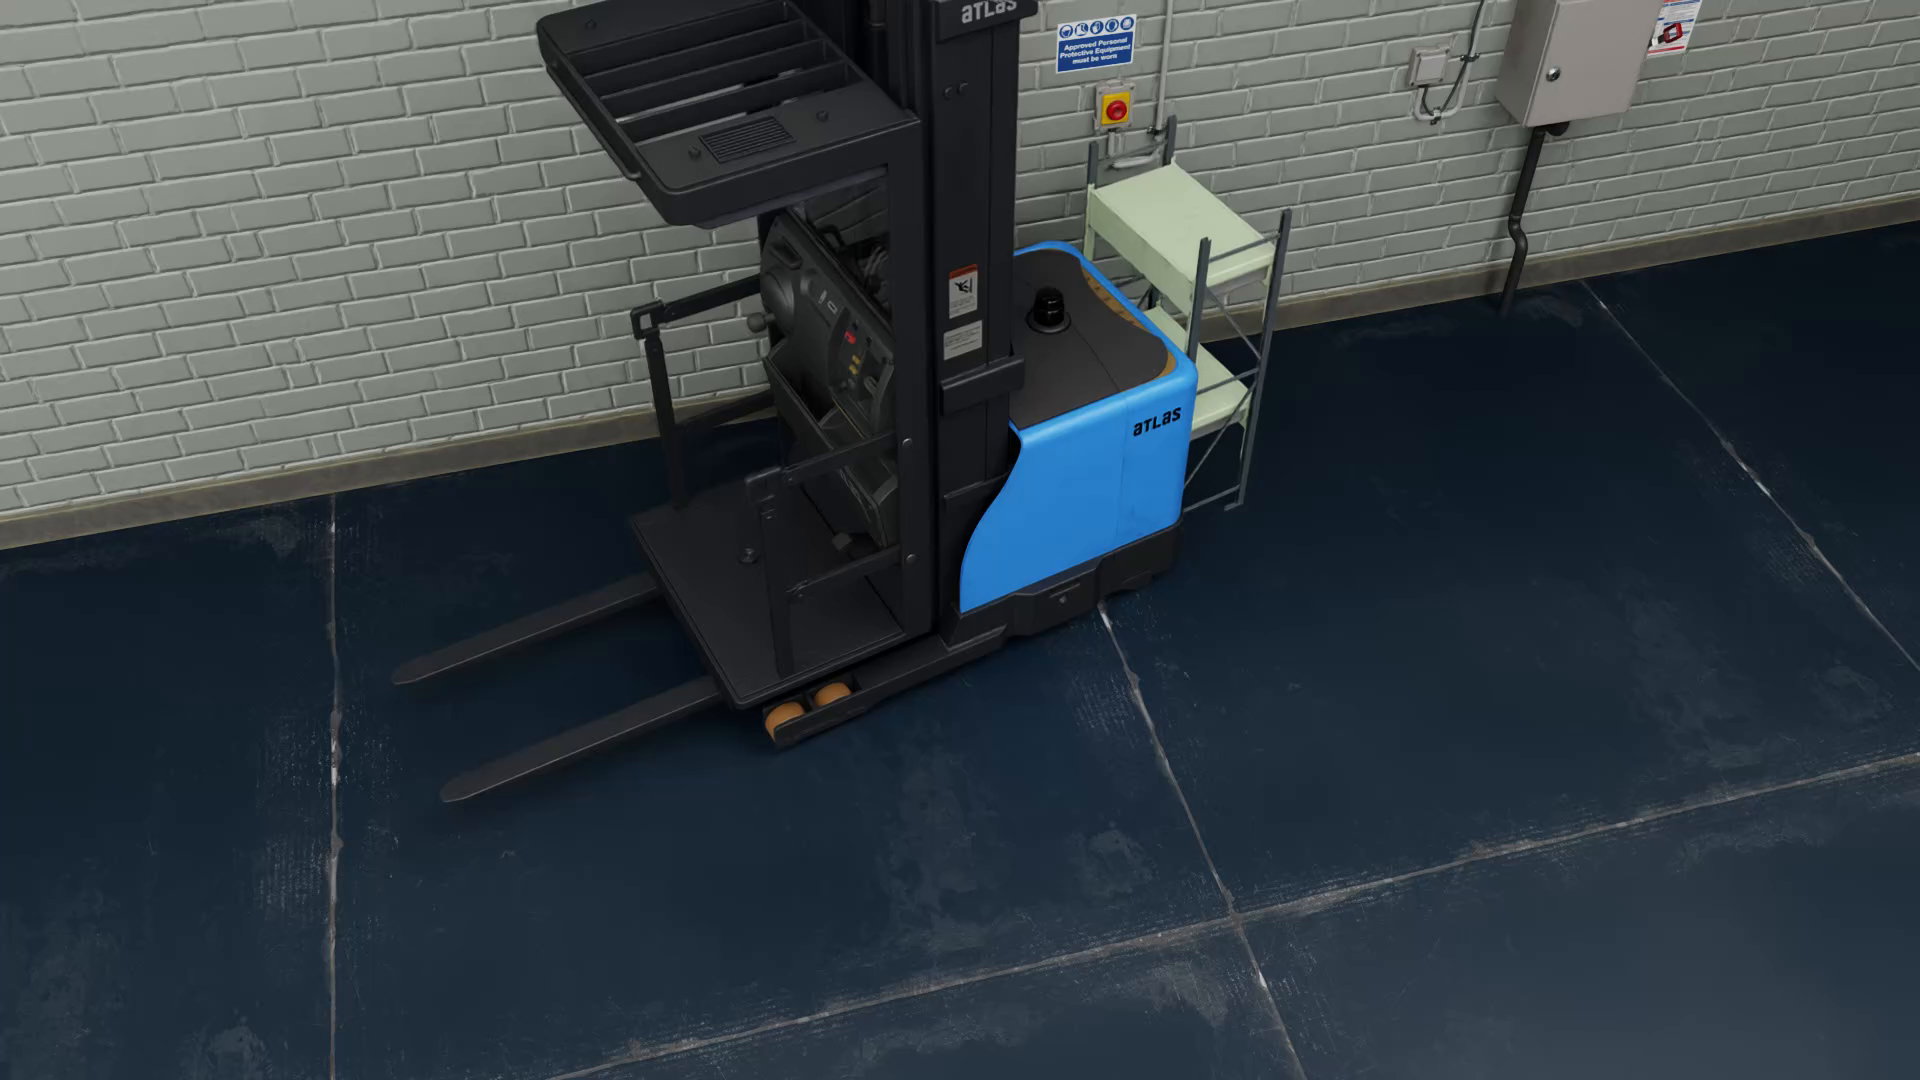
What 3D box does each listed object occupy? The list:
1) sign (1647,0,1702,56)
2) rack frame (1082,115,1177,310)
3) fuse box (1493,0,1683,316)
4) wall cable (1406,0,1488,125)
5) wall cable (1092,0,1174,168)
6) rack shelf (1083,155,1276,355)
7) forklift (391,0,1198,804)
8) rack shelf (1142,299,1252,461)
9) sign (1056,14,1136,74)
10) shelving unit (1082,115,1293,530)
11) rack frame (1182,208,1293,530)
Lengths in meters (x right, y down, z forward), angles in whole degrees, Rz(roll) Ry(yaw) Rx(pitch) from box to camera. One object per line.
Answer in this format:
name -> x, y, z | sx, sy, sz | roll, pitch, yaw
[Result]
sign -> 3.098, -2.341, 7.262 | 0.329, 0.494, 0.001 | -11, 47, -10
rack frame -> 0.675, -1.070, 6.999 | 0.400, 1.500, 0.023 | -22, 50, -20
fuse box -> 2.674, -1.690, 7.459 | 0.539, 1.711, 0.414 | -11, 47, -10
wall cable -> 1.974, -2.481, 6.621 | 0.588, 1.984, 0.122 | -11, 47, -10
wall cable -> 0.606, -2.225, 6.347 | 0.585, 1.953, 0.123 | -11, 47, -10
rack shelf -> 0.857, -1.116, 6.498 | 0.431, 0.370, 0.720 | -22, 50, -20
forklift -> -0.641, -0.690, 5.625 | 3.031, 2.935, 1.130 | -22, 49, -20
rack shelf -> 0.857, -0.615, 7.010 | 0.431, 0.370, 0.720 | -22, 50, -20
sign -> 0.544, -1.986, 6.658 | 0.327, 0.218, 0.001 | -11, 47, -10
shelving unit -> 0.857, -0.843, 6.777 | 0.431, 1.500, 0.755 | -22, 50, -20
rack frame -> 1.039, -0.616, 6.555 | 0.400, 1.500, 0.023 | -22, 50, -20
